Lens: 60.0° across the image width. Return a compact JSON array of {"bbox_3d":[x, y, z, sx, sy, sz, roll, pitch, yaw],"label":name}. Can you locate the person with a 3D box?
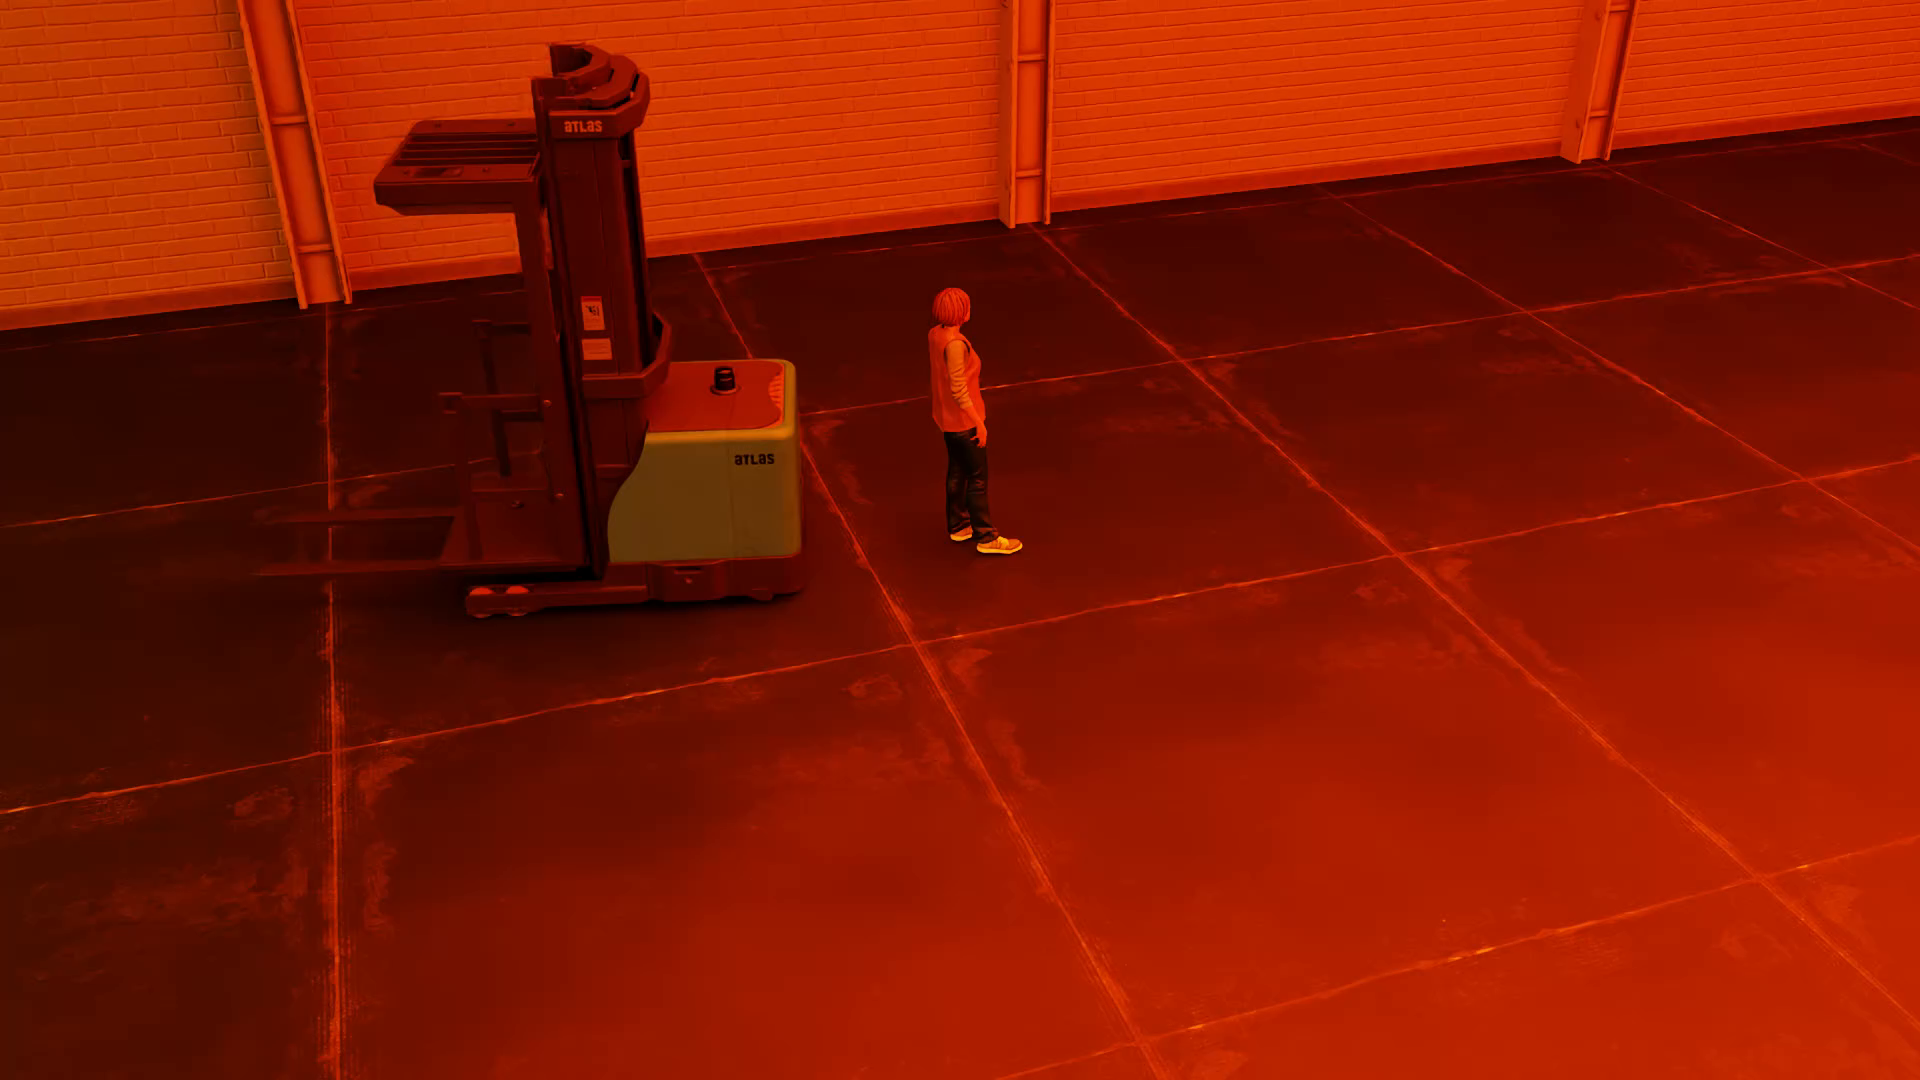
[{"bbox_3d":[0.074,-0.704,9.633,0.476,1.597,0.520,-10,31,-16],"label":"person"}]

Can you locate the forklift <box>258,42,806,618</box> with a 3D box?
[{"bbox_3d":[-2.423,-1.112,9.019,3.031,2.935,1.130,-2,30,-4],"label":"forklift"}]
